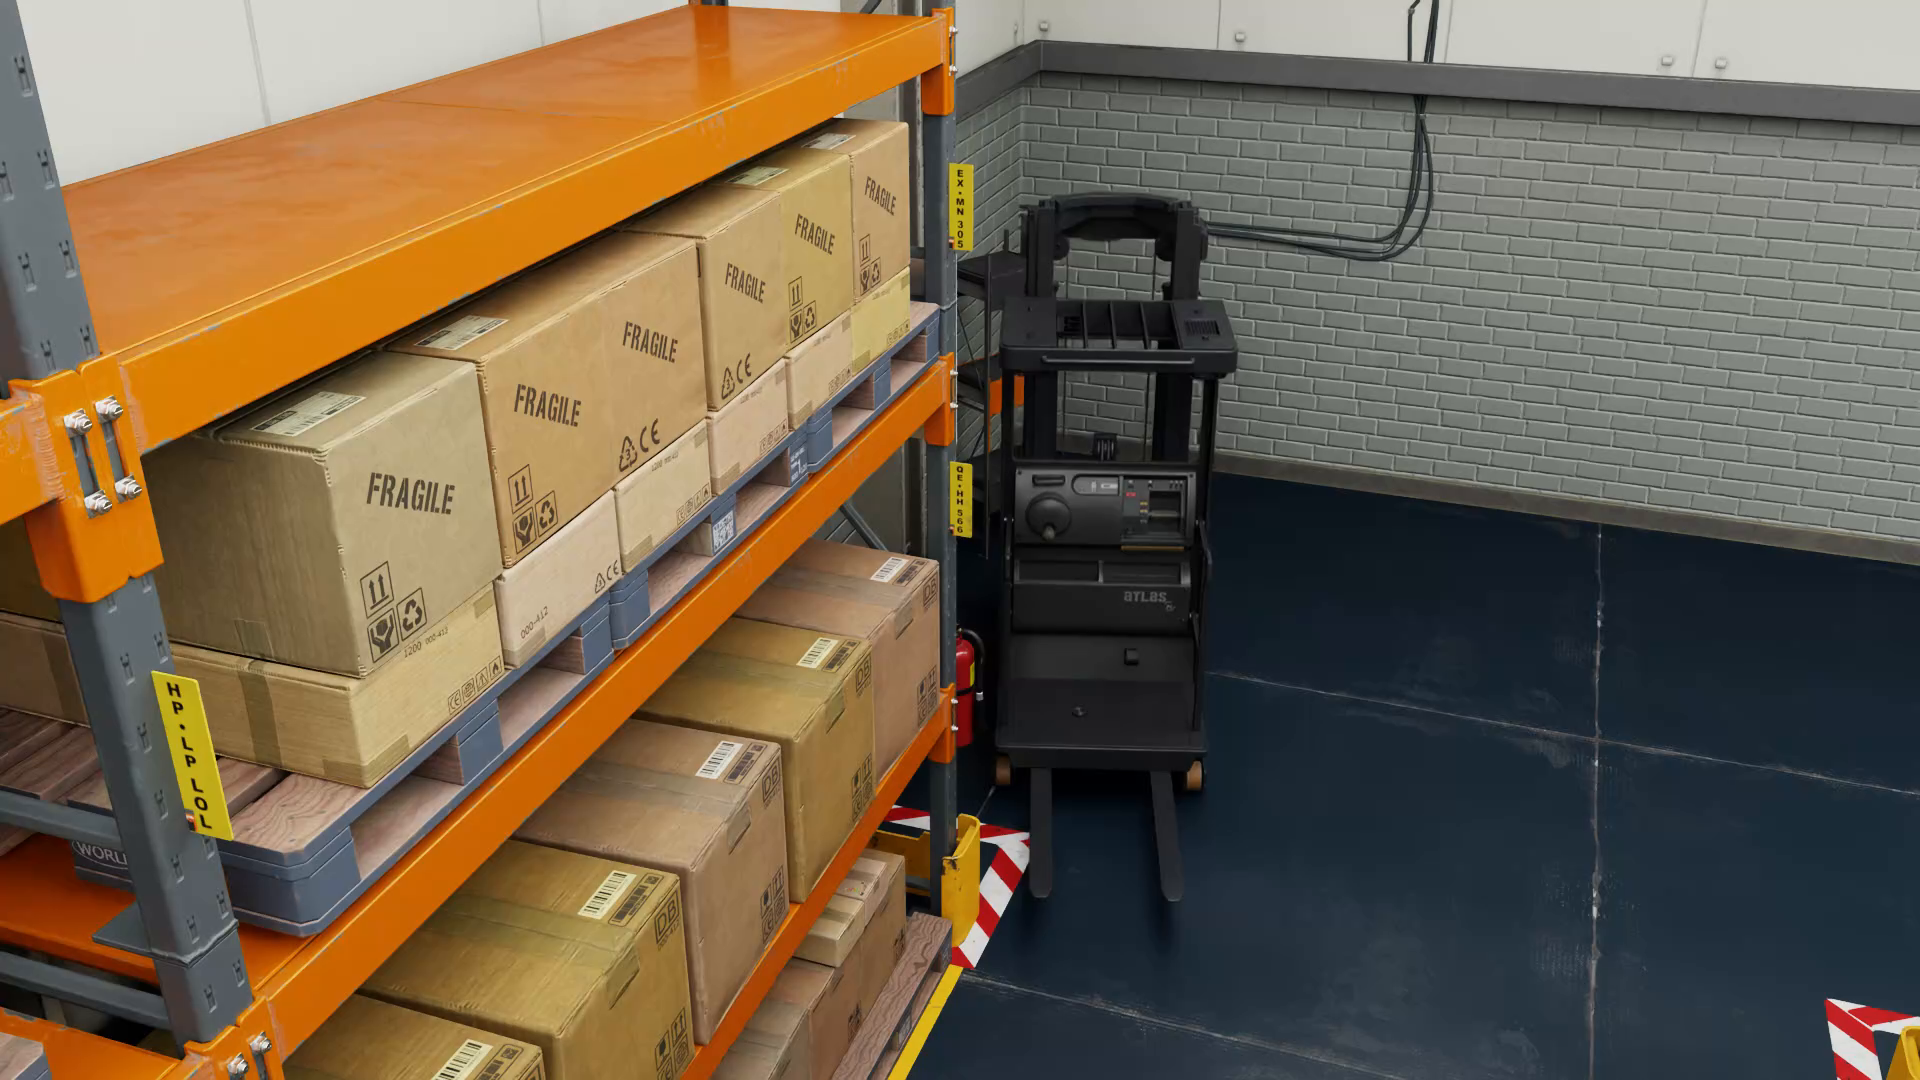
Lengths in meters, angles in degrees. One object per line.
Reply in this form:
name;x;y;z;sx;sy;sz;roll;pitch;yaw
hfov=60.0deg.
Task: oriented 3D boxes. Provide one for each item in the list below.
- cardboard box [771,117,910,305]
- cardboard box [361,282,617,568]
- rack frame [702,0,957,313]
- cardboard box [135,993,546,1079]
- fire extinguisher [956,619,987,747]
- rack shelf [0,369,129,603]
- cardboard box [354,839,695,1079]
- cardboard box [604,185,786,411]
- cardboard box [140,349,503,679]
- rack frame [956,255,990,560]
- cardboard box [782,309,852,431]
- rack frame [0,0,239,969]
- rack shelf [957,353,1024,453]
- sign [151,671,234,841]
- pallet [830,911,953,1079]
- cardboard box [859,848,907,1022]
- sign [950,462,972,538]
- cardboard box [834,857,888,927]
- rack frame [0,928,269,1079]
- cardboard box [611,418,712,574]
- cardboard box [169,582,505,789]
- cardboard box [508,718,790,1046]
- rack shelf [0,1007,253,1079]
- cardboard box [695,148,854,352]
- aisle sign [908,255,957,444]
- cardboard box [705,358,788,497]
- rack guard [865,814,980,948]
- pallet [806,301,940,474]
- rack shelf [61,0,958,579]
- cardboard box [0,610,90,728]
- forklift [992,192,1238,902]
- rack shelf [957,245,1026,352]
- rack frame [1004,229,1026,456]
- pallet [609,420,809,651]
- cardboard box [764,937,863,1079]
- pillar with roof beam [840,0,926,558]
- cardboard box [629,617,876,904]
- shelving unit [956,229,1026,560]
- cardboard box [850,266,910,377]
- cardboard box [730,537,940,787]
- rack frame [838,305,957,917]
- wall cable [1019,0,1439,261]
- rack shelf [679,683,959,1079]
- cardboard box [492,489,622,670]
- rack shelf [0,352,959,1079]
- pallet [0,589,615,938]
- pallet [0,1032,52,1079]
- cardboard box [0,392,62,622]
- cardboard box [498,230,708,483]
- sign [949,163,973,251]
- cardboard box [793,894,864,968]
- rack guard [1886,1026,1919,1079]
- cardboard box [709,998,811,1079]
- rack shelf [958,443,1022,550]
cardboard box;-0.492;-1.134;5.646;0.500;0.500;0.500;9;27;17
cardboard box;-1.170;-0.295;3.913;0.500;0.500;0.500;8;27;16
rack frame;-0.506;-2.320;5.939;1.000;3.000;0.127;9;27;17
cardboard box;-1.641;1.668;4.242;0.980;0.700;0.700;9;27;18
fire extinguisher;-0.021;0.588;7.334;0.296;0.674;0.183;9;27;17
rack shelf;-2.503;0.649;1.091;1.077;0.370;4.000;9;27;17
cardboard box;-1.393;1.369;4.860;0.980;0.700;0.700;8;27;16
cardboard box;-0.835;-0.714;4.779;0.500;0.500;0.500;8;27;15
cardboard box;-1.335;-0.083;3.475;0.500;0.500;0.500;8;27;17
rack frame;0.052;-0.877;10.876;0.015;2.100;0.400;-21;33;-36
cardboard box;-0.672;-0.583;5.369;0.500;0.250;0.500;8;27;15
rack frame;-1.837;-0.676;2.544;1.000;3.000;0.127;9;27;17
rack shelf;0.237;-0.934;11.025;0.480;0.518;0.431;-21;33;-36
sign;-1.322;0.374;2.862;0.100;0.325;0.005;9;27;17
pallet;-0.698;1.975;7.152;1.003;0.211;1.213;9;27;17
cardboard box;-0.645;1.618;7.076;0.700;0.500;0.500;9;27;17
sign;0.001;-0.163;6.768;0.100;0.325;0.005;9;27;17
cardboard box;-0.516;1.406;6.771;0.380;0.149;0.250;8;27;17
rack frame;-1.837;2.024;3.851;1.000;3.000;0.127;9;27;17
cardboard box;-1.012;-0.158;4.491;0.500;0.250;0.500;8;27;16
cardboard box;-1.359;0.262;3.625;0.500;0.250;0.500;9;27;17
cardboard box;-1.160;1.069;5.480;0.980;0.700;0.700;7;27;15
rack shelf;-2.503;1.819;1.657;1.077;0.370;4.000;9;27;17
cardboard box;-0.669;-0.930;5.224;0.500;0.500;0.500;10;27;19
aisle sign;-0.199;-0.776;6.651;0.394;0.787;0.004;9;27;17
cardboard box;-0.840;-0.368;4.926;0.500;0.250;0.500;8;27;16
rack guard;-0.498;1.495;7.812;1.175;0.500;0.348;9;27;17
pallet;-0.743;-0.624;5.979;1.003;0.211;1.213;9;27;17
rack shelf;-1.172;-0.994;4.486;1.077;0.370;4.000;9;27;17
cardboard box;-1.831;0.192;3.768;0.500;0.250;0.500;9;27;18
forklift;0.741;-0.141;8.402;1.130;2.935;3.031;1;26;2
rack shelf;0.237;-1.564;10.720;0.480;0.518;0.431;-21;33;-36
rack frame;0.422;-1.016;11.162;0.015;2.100;0.400;-21;33;-36
pallet;-1.147;-0.121;4.940;1.003;0.211;1.213;9;27;17
cardboard box;-0.811;1.824;6.651;0.700;0.500;0.500;9;27;17
pillar with roof beam;3.636;-2.931;7.200;9.100;9.000;0.400;9;27;17
cardboard box;-0.898;0.757;6.124;0.980;0.700;0.700;9;27;17
shelving unit;0.237;-0.946;11.019;0.503;2.100;0.431;-21;33;-36
cardboard box;-0.499;-0.797;5.811;0.500;0.250;0.500;10;27;19
cardboard box;-0.666;0.456;6.745;0.980;0.700;0.700;10;28;20
rack frame;-0.506;0.380;7.246;1.000;3.000;0.127;9;27;17
wall cable;1.713;-3.195;11.309;3.097;2.526;0.112;9;27;17
rack shelf;-1.172;1.526;5.706;1.077;0.370;4.000;9;27;17
cardboard box;-1.176;0.054;4.053;0.500;0.250;0.500;8;27;16
rack shelf;-1.172;0.176;5.052;1.077;0.370;4.000;9;27;17
pallet;-1.555;0.379;3.908;1.003;0.211;1.213;9;27;17
pallet;-2.096;1.144;2.447;0.805;0.209;1.217;8;27;15
cardboard box;-1.825;-0.151;3.616;0.500;0.500;0.500;9;27;17
cardboard box;-1.011;-0.498;4.334;0.500;0.500;0.500;9;27;18
sign;0.001;-1.248;6.243;0.100;0.325;0.005;9;27;17
cardboard box;-0.600;1.511;6.554;0.380;0.149;0.250;9;27;19
rack guard;4.141;2.253;6.246;1.175;0.500;0.348;9;27;17
cardboard box;-0.978;2.031;6.224;0.700;0.500;0.500;8;27;16
rack shelf;0.237;-0.304;11.330;0.480;0.518;0.431;-21;33;-36
